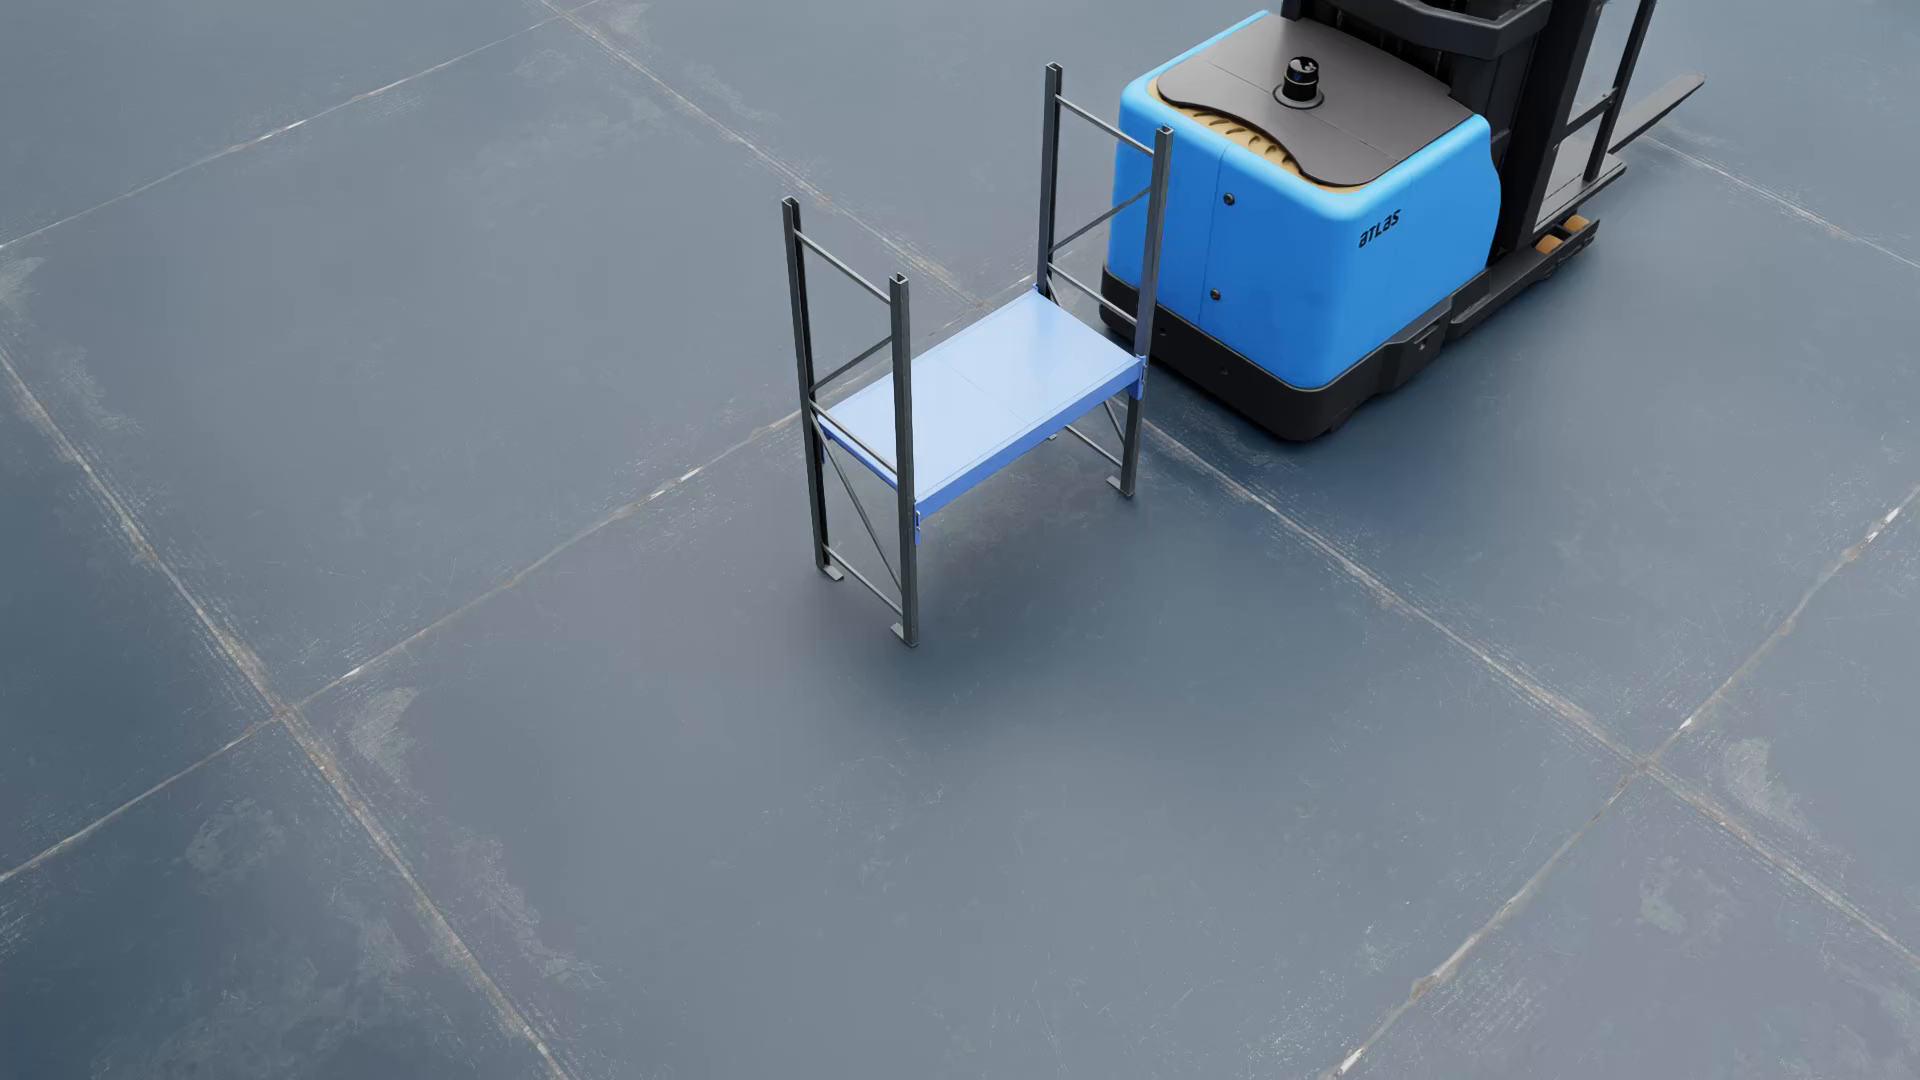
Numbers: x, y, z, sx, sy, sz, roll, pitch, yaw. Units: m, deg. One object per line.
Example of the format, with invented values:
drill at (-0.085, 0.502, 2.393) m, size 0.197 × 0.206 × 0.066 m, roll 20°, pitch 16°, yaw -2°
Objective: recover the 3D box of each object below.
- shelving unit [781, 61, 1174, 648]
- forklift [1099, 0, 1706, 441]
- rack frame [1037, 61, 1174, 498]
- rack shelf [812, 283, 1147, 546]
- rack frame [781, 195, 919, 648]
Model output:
shelving unit at (0.063, -0.551, 5.238) m, size 1.048 × 1.500 × 0.538 m, roll -34°, pitch 56°, yaw -27°
forklift at (1.961, -2.310, 5.887) m, size 3.031 × 2.935 × 1.130 m, roll -35°, pitch 56°, yaw -28°
rack frame at (0.439, -0.802, 5.470) m, size 0.032 × 1.500 × 0.500 m, roll -34°, pitch 56°, yaw -27°
rack shelf at (0.063, -0.429, 5.370) m, size 1.000 × 0.185 × 0.538 m, roll -34°, pitch 56°, yaw -27°
rack frame at (-0.313, -0.299, 5.006) m, size 0.032 × 1.500 × 0.500 m, roll -34°, pitch 56°, yaw -27°
